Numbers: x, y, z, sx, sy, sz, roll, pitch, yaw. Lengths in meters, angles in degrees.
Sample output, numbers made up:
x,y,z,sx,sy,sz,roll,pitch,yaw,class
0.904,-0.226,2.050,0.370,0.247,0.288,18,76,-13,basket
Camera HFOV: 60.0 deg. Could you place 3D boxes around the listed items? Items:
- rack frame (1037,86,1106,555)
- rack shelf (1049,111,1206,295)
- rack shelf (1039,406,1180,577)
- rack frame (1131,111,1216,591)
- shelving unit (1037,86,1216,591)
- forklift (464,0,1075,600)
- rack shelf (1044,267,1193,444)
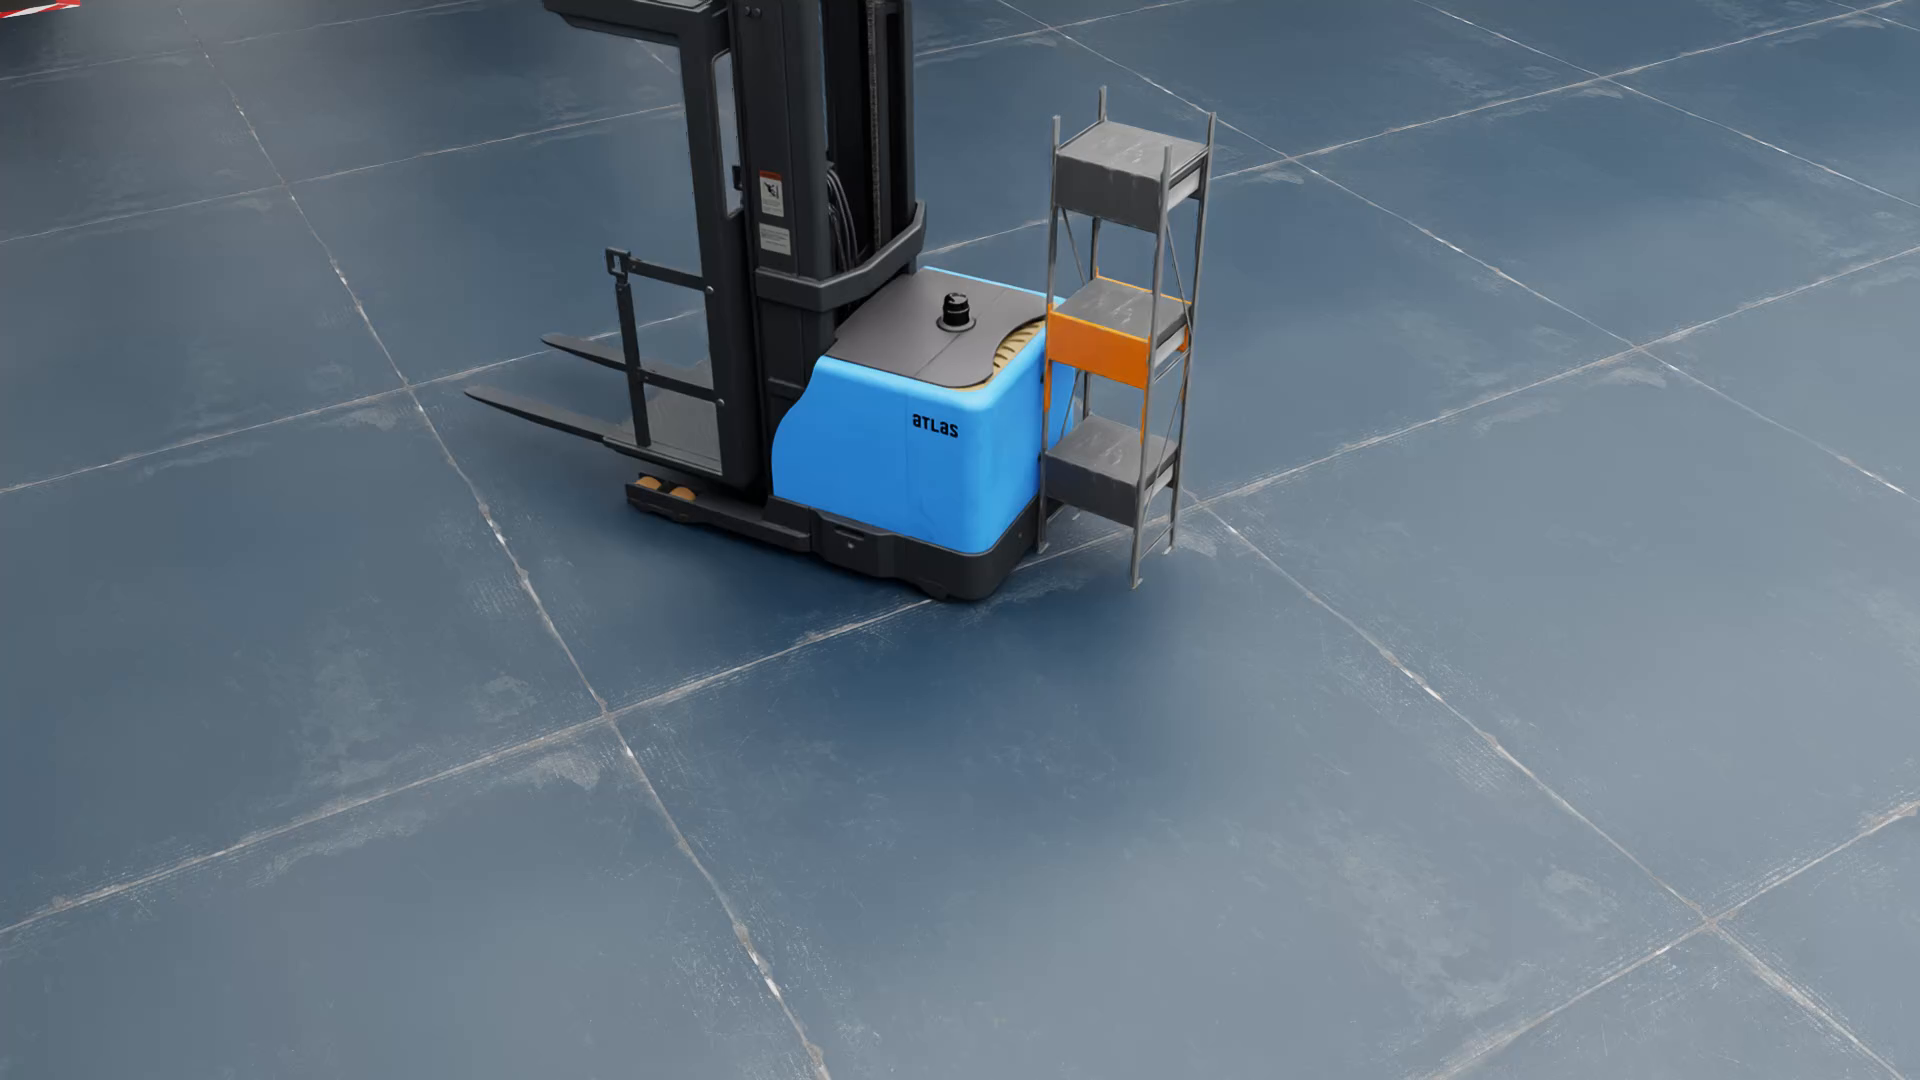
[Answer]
x,y,z,sx,sy,sz,roll,pitch,yaw,class
0.473,-0.879,7.174,0.015,2.100,0.400,21,41,26,rack frame
0.677,-1.354,6.660,0.480,0.518,0.431,21,41,26,rack shelf
0.676,-0.224,7.486,0.480,0.518,0.431,21,41,26,rack shelf
0.880,-0.721,6.957,0.015,2.100,0.400,21,41,26,rack frame
0.677,-0.800,7.065,0.503,2.100,0.431,21,41,26,shelving unit
-1.011,-1.524,7.352,3.031,2.935,1.130,17,39,22,forklift
0.677,-0.789,7.073,0.480,0.518,0.431,21,41,26,rack shelf
